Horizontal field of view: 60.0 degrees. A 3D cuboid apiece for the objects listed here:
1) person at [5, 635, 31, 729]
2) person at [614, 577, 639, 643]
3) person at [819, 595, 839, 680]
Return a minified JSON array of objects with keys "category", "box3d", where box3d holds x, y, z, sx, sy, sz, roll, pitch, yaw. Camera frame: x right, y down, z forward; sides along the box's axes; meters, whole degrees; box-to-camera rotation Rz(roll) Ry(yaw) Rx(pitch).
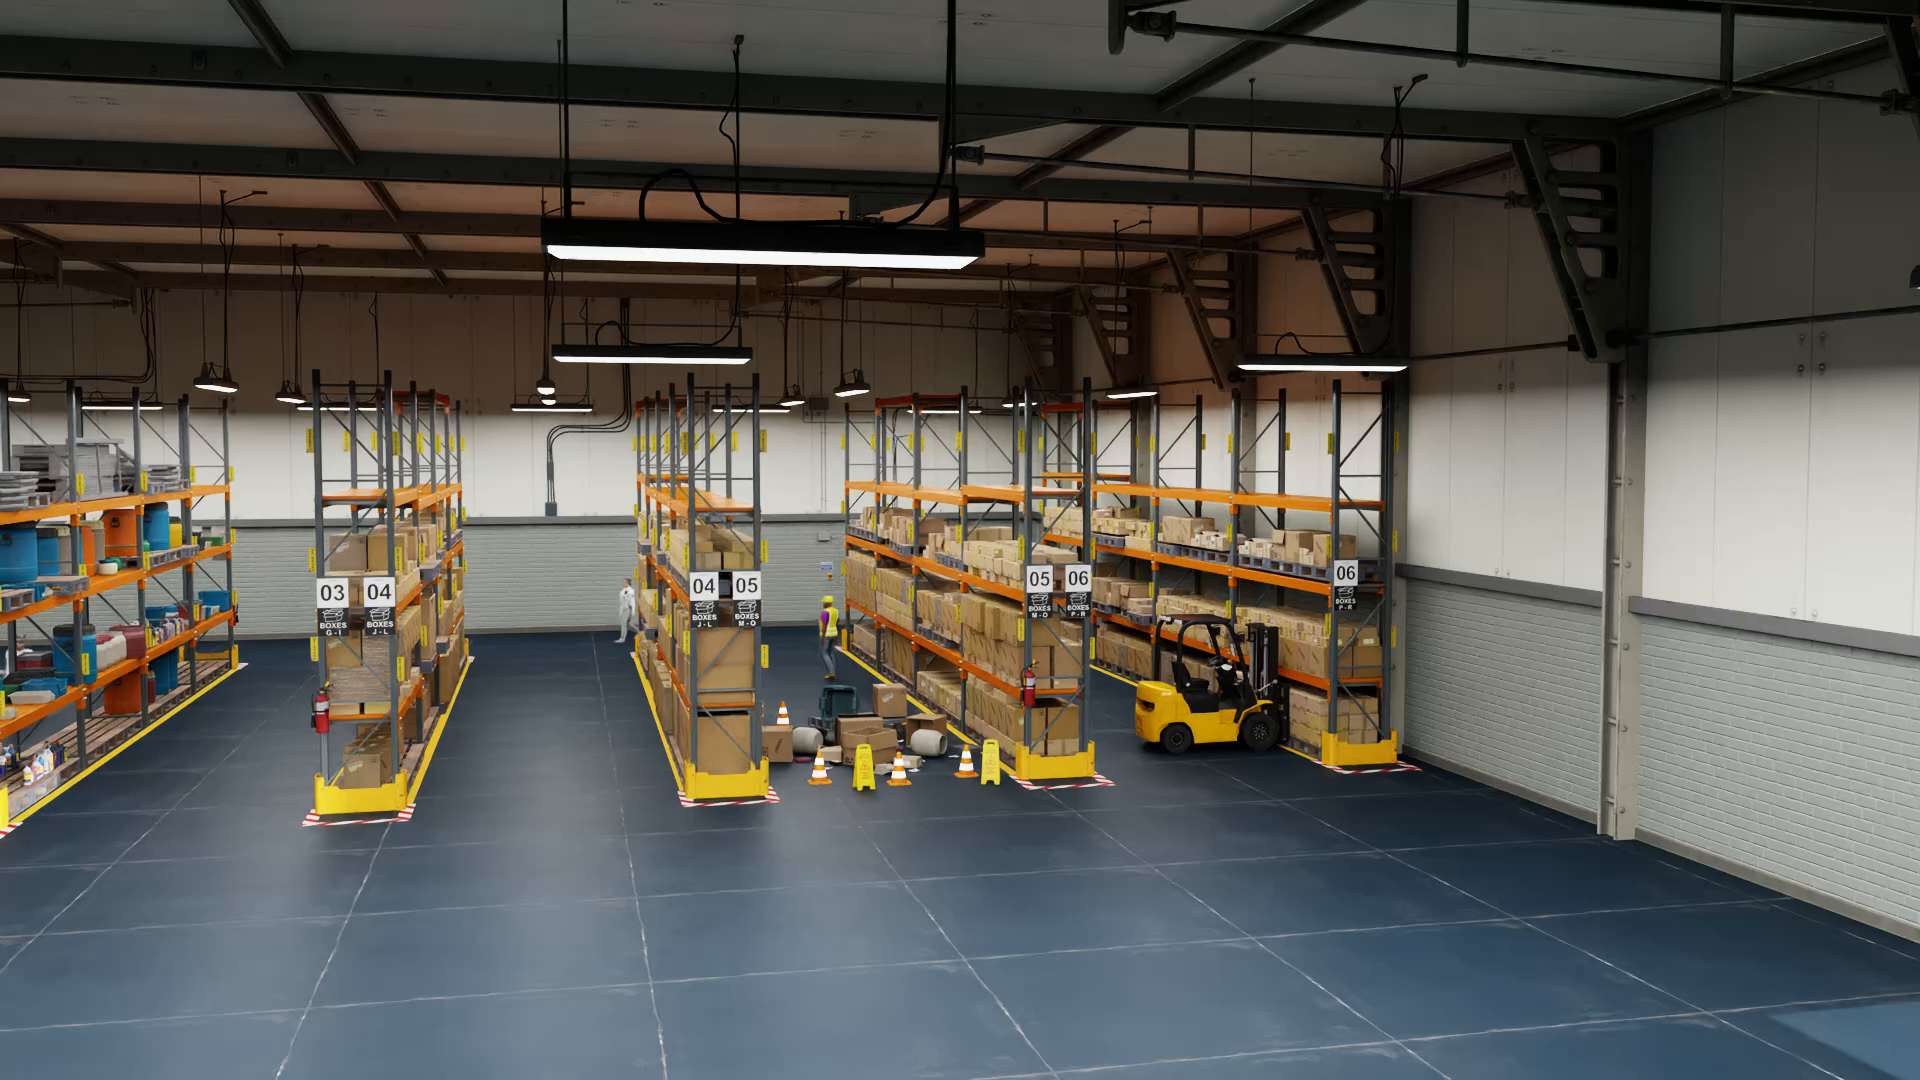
[{"category":"person","box3d":[-16.611,2.479,29.371,0.440,1.624,0.926,-1,4,-23]},{"category":"person","box3d":[-8.377,1.751,41.948,0.876,1.635,0.497,-3,4,-39]},{"category":"person","box3d":[-2.794,2.093,35.532,0.429,1.818,0.623,2,4,31]}]
